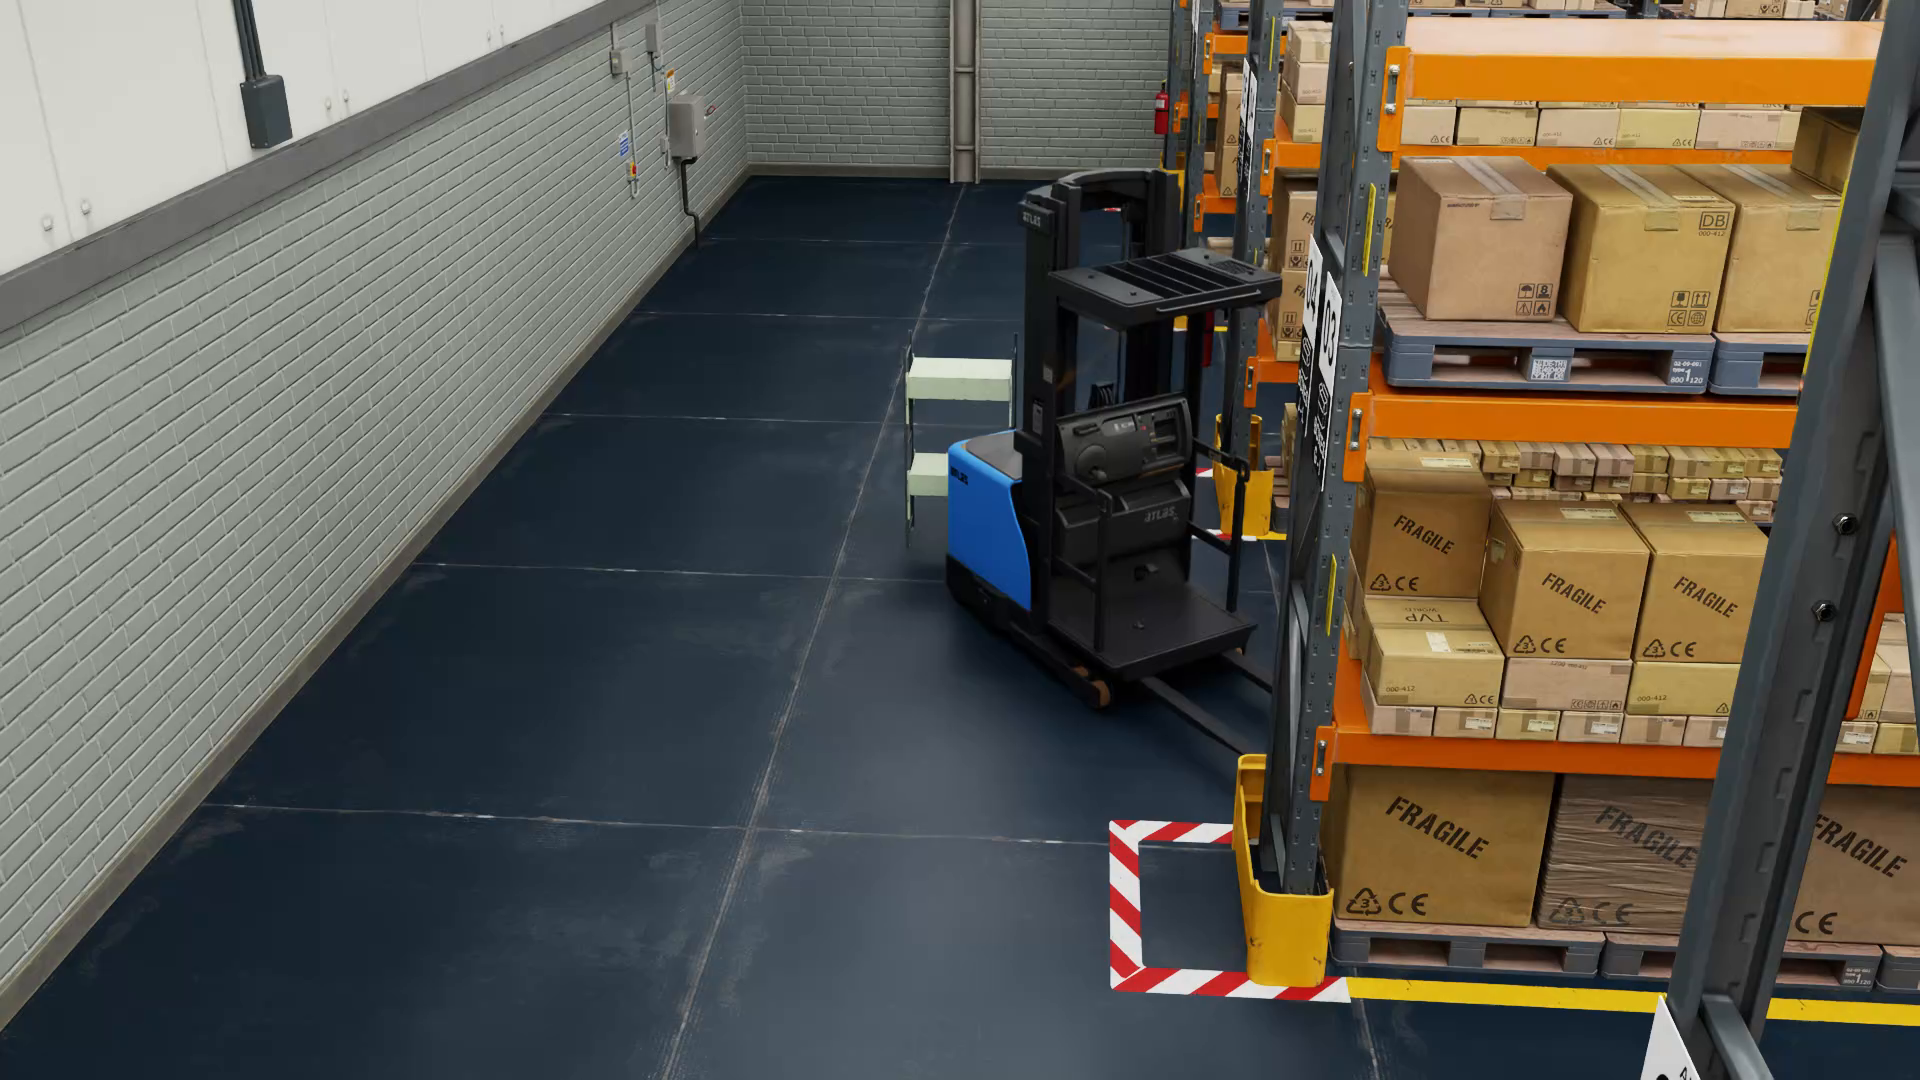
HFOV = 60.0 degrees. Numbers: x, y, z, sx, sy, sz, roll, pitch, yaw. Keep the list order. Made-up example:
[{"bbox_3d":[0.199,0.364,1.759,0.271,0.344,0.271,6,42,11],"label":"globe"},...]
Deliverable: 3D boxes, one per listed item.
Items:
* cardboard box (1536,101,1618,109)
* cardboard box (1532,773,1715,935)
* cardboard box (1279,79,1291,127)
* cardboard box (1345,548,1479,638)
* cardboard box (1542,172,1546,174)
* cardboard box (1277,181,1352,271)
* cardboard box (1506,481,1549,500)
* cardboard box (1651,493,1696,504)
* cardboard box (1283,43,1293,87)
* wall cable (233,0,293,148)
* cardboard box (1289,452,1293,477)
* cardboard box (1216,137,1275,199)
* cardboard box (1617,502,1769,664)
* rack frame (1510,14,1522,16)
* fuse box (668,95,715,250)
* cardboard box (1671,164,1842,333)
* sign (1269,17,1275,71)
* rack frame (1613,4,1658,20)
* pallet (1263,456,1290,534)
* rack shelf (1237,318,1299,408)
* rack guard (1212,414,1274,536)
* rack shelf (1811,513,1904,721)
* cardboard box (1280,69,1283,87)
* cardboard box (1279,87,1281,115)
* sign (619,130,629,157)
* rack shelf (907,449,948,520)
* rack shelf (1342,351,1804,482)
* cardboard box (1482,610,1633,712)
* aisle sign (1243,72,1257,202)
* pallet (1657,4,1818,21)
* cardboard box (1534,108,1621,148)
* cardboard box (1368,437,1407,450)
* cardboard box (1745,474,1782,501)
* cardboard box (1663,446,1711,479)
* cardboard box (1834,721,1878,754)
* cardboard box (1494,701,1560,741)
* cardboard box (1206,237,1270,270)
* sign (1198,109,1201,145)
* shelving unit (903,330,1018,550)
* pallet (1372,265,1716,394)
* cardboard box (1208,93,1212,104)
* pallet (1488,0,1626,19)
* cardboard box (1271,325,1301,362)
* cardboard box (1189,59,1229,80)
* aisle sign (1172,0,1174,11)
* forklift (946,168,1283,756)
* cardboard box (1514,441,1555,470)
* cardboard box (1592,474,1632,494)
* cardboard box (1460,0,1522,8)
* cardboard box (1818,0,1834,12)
[{"bbox_3d":[3.980,-2.987,10.858,0.500,0.250,0.500,1,25,2],"label":"cardboard box"},{"bbox_3d":[3.106,1.214,7.775,0.875,0.875,0.875,2,25,4],"label":"cardboard box"},{"bbox_3d":[2.508,-3.031,11.552,0.500,0.250,0.500,1,25,3],"label":"cardboard box"},{"bbox_3d":[2.058,0.261,7.630,0.500,0.250,0.500,1,25,3],"label":"cardboard box"},{"bbox_3d":[4.062,-2.320,11.744,0.500,0.500,0.500,1,25,2],"label":"cardboard box"},{"bbox_3d":[2.462,-2.151,11.376,0.500,0.500,0.500,2,25,4],"label":"cardboard box"},{"bbox_3d":[4.076,-0.343,12.026,0.250,0.149,0.380,2,25,4],"label":"cardboard box"},{"bbox_3d":[5.085,-0.304,11.942,0.250,0.149,0.380,1,25,2],"label":"cardboard box"},{"bbox_3d":[2.513,-3.254,11.438,0.500,0.250,0.500,1,25,2],"label":"cardboard box"},{"bbox_3d":[-3.820,-5.381,9.042,0.120,5.999,2.277,2,25,4],"label":"wall cable"},{"bbox_3d":[2.537,-0.548,12.116,0.250,0.149,0.380,3,25,6],"label":"cardboard box"},{"bbox_3d":[2.769,-3.618,16.116,0.500,0.500,0.500,2,25,4],"label":"cardboard box"},{"bbox_3d":[3.028,0.173,6.923,0.500,0.500,0.500,1,25,3],"label":"cardboard box"},{"bbox_3d":[6.677,-5.648,20.648,0.127,3.000,1.000,2,25,4],"label":"rack frame"},{"bbox_3d":[-3.005,-4.164,18.963,0.414,1.711,0.539,2,25,4],"label":"fuse box"},{"bbox_3d":[3.148,-1.162,6.569,0.500,0.500,0.700,0,25,0],"label":"cardboard box"},{"bbox_3d":[1.993,-3.175,10.638,0.005,0.325,0.100,2,25,4],"label":"sign"},{"bbox_3d":[6.301,-3.579,16.152,0.127,3.000,1.000,2,25,4],"label":"rack frame"},{"bbox_3d":[2.918,-0.331,12.428,1.213,0.211,1.003,2,25,4],"label":"pallet"},{"bbox_3d":[4.029,-1.250,11.951,4.000,0.370,1.077,2,25,4],"label":"rack shelf"},{"bbox_3d":[2.110,-0.503,12.457,0.348,0.500,1.175,2,25,4],"label":"rack guard"},{"bbox_3d":[3.169,0.334,1.808,4.000,0.370,1.077,2,25,4],"label":"rack shelf"},{"bbox_3d":[3.163,-4.340,15.713,0.250,0.149,0.380,3,25,6],"label":"cardboard box"},{"bbox_3d":[3.285,-4.059,15.879,0.500,0.500,0.500,1,25,3],"label":"cardboard box"},{"bbox_3d":[-3.376,-3.983,16.705,0.001,0.218,0.327,2,25,4],"label":"sign"},{"bbox_3d":[0.007,-0.385,11.784,0.720,0.370,0.431,2,25,4],"label":"rack shelf"},{"bbox_3d":[3.548,-0.549,6.838,4.000,0.370,1.077,2,25,4],"label":"rack shelf"},{"bbox_3d":[2.531,0.498,7.115,0.500,0.250,0.500,2,25,3],"label":"cardboard box"},{"bbox_3d":[1.939,-2.699,11.129,0.004,0.787,0.394,2,25,4],"label":"aisle sign"},{"bbox_3d":[7.219,-4.846,15.546,1.217,0.209,0.805,1,25,2],"label":"pallet"},{"bbox_3d":[4.016,-2.764,10.971,0.500,0.250,0.500,2,25,4],"label":"cardboard box"},{"bbox_3d":[3.057,-0.628,11.935,0.250,0.149,0.380,2,25,4],"label":"cardboard box"},{"bbox_3d":[5.685,-0.421,11.841,0.250,0.149,0.380,2,25,5],"label":"cardboard box"},{"bbox_3d":[5.142,-0.579,11.827,0.250,0.149,0.380,2,25,4],"label":"cardboard box"},{"bbox_3d":[3.678,0.742,7.060,0.250,0.149,0.380,2,25,5],"label":"cardboard box"},{"bbox_3d":[2.394,0.702,7.149,0.250,0.149,0.380,1,25,3],"label":"cardboard box"},{"bbox_3d":[2.979,-2.755,16.922,0.875,0.438,0.875,1,25,2],"label":"cardboard box"},{"bbox_3d":[2.264,-3.906,15.730,0.005,0.325,0.100,2,25,4],"label":"sign"},{"bbox_3d":[0.007,-0.681,11.647,0.755,1.500,0.431,2,25,4],"label":"shelving unit"},{"bbox_3d":[2.295,-0.880,6.803,1.213,0.211,1.003,2,25,4],"label":"pallet"},{"bbox_3d":[2.996,-5.537,20.707,0.250,0.149,0.380,2,25,4],"label":"cardboard box"},{"bbox_3d":[5.486,-4.932,15.610,1.213,0.211,1.003,2,25,4],"label":"pallet"},{"bbox_3d":[2.333,-1.380,11.672,0.250,0.149,0.380,2,25,4],"label":"cardboard box"},{"bbox_3d":[3.168,-5.939,21.104,0.500,0.250,0.500,3,25,6],"label":"cardboard box"},{"bbox_3d":[2.599,-6.837,20.122,0.004,0.787,0.394,2,25,4],"label":"aisle sign"},{"bbox_3d":[1.095,-0.559,9.671,1.130,2.935,3.031,-14,28,-28],"label":"forklift"},{"bbox_3d":[4.103,-0.647,11.975,0.250,0.149,0.380,2,25,4],"label":"cardboard box"},{"bbox_3d":[4.647,-0.475,11.958,0.250,0.149,0.380,2,25,5],"label":"cardboard box"},{"bbox_3d":[4.954,-5.255,15.459,0.637,0.503,0.797,4,25,8],"label":"cardboard box"},{"bbox_3d":[8.198,-5.029,15.490,0.250,0.166,0.380,4,25,8],"label":"cardboard box"}]
